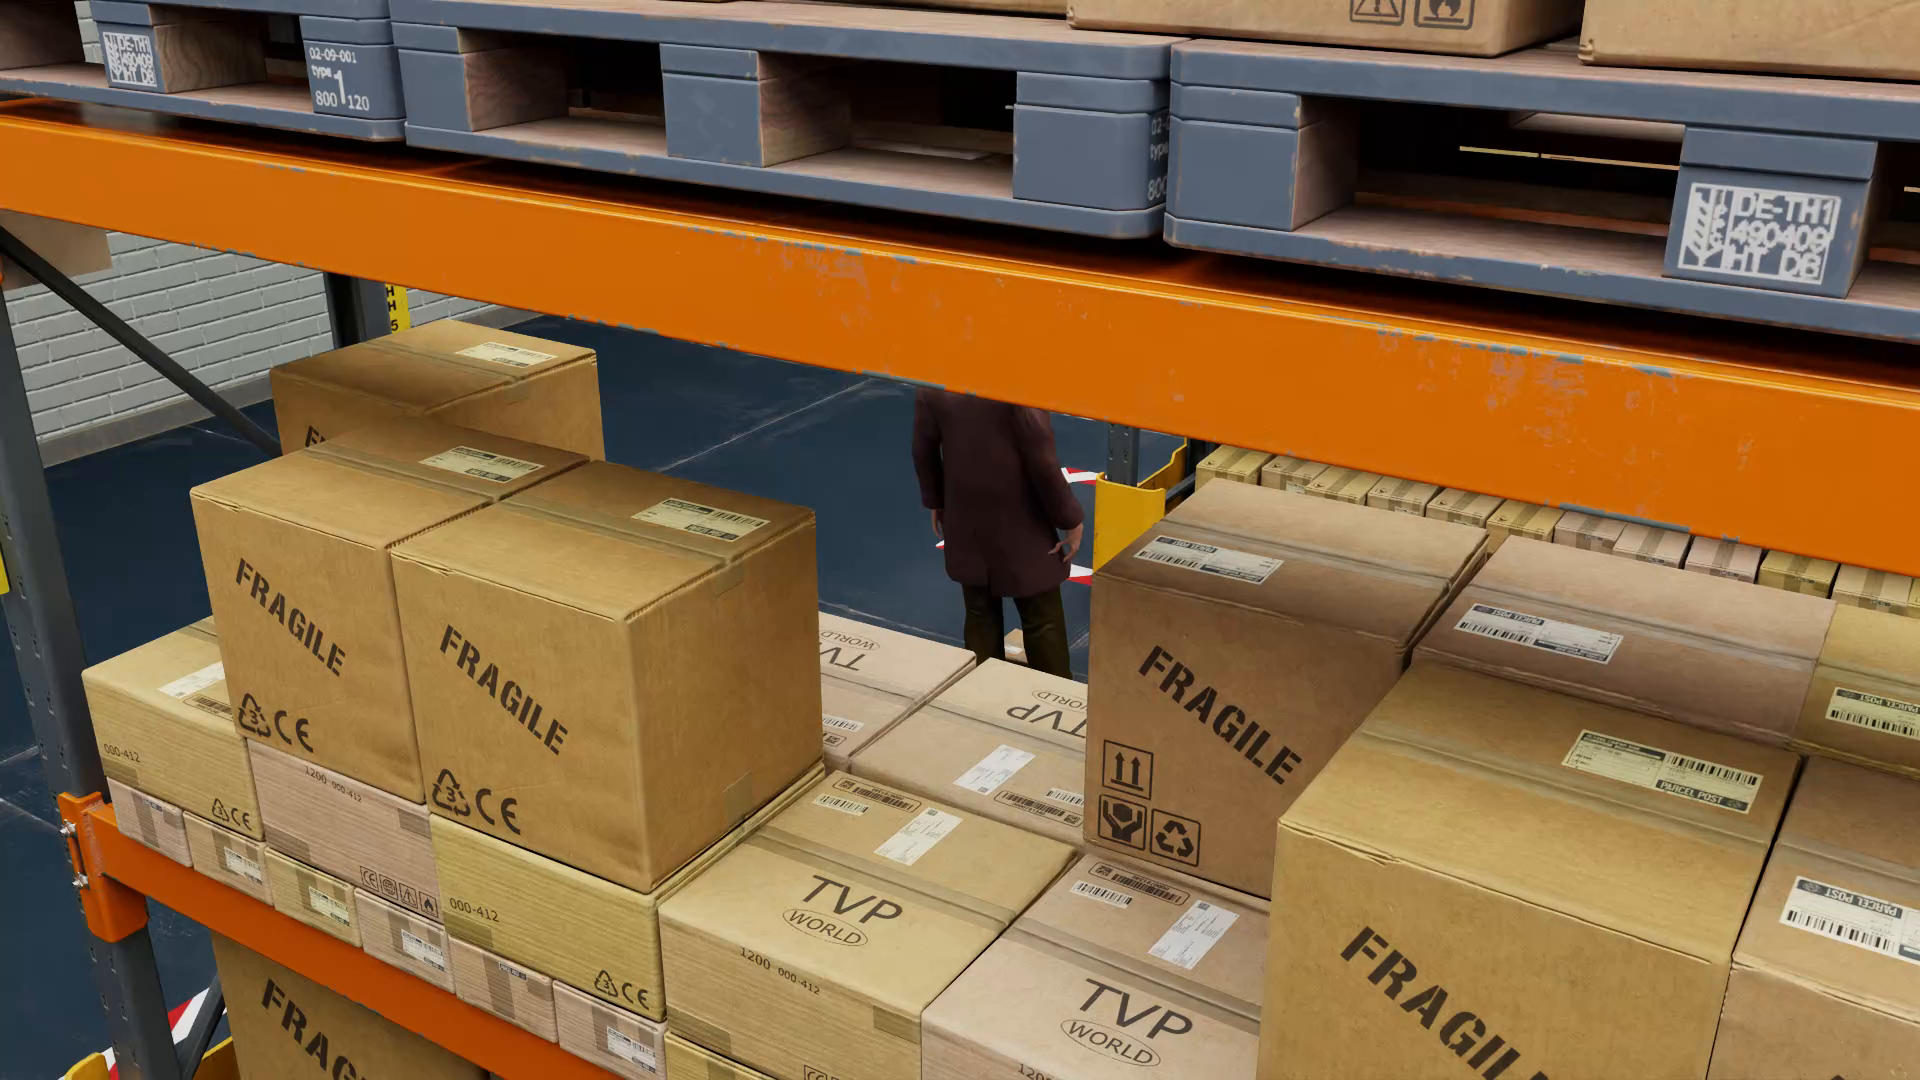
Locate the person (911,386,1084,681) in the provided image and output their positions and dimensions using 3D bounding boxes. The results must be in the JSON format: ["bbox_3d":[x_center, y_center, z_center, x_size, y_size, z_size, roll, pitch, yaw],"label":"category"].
[{"bbox_3d":[0.190,-0.096,6.319,0.697,1.776,0.581,14,26,29],"label":"person"}]
